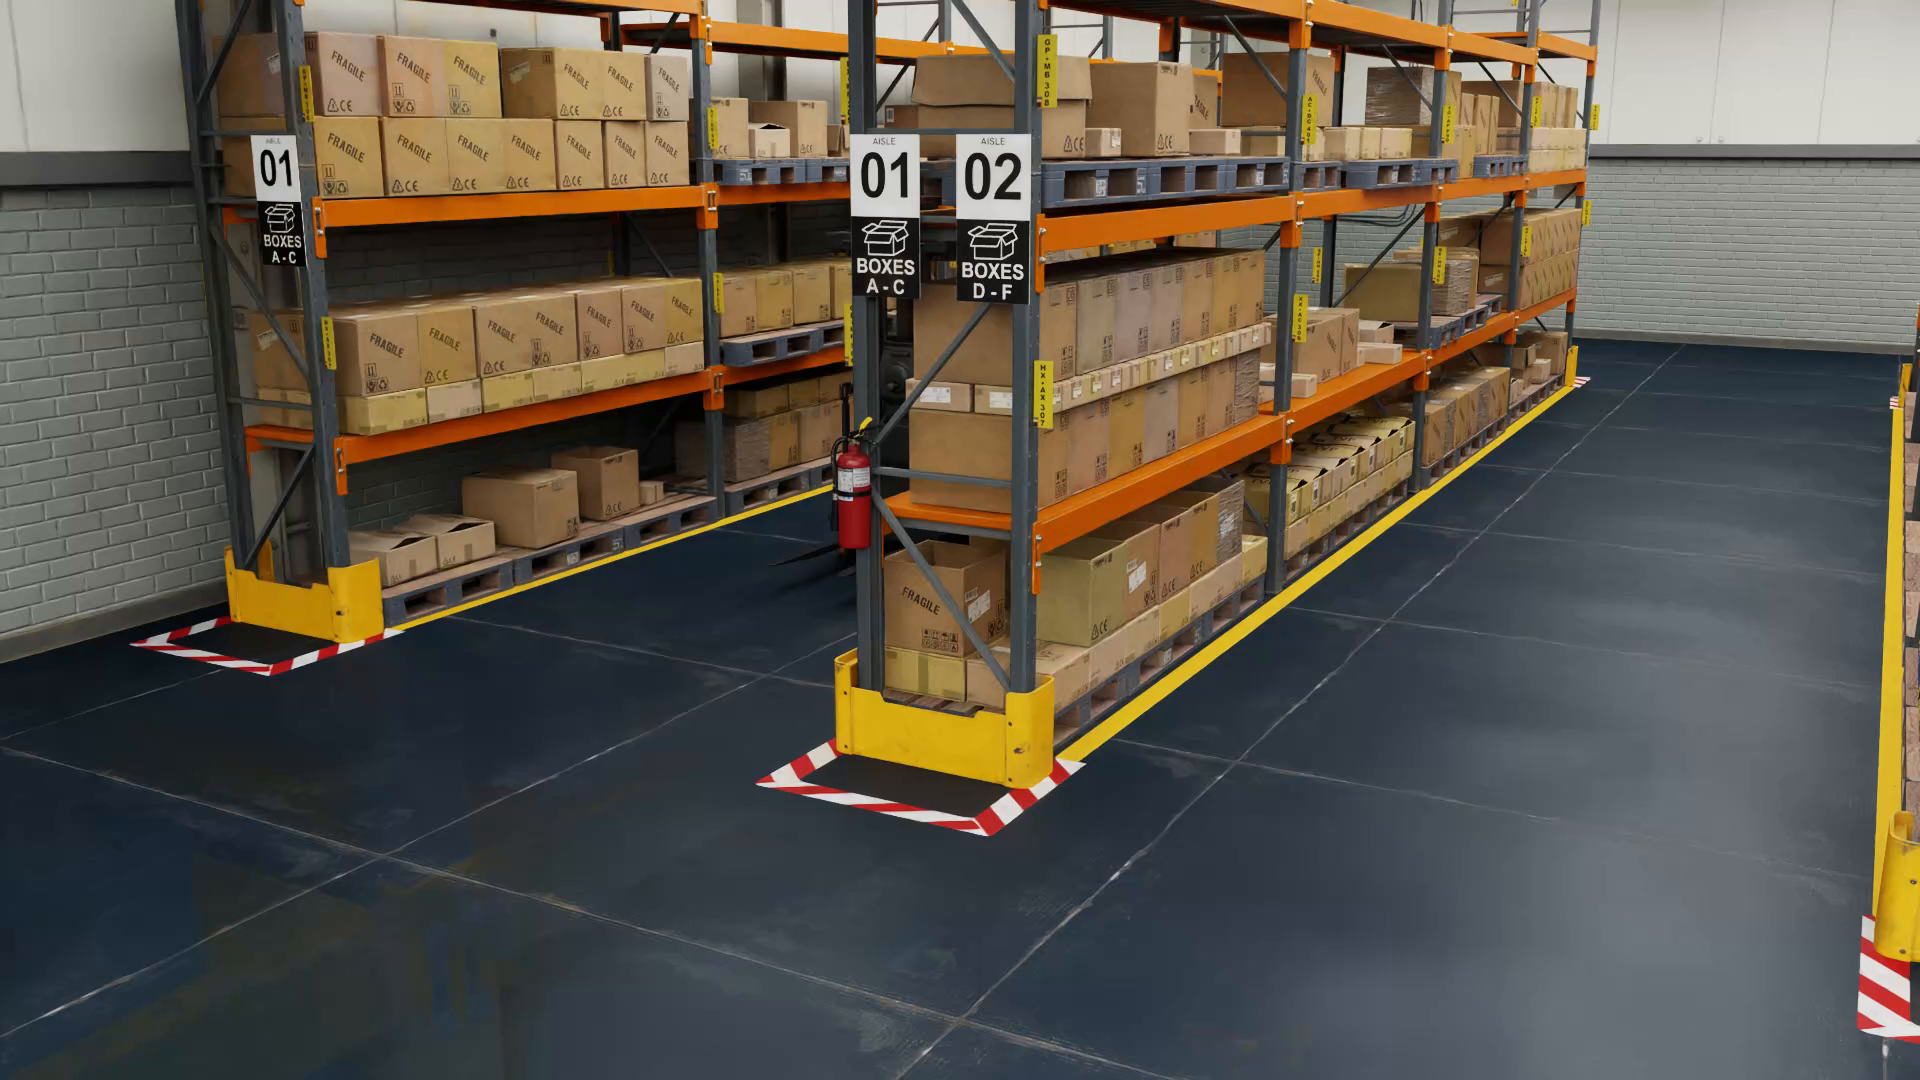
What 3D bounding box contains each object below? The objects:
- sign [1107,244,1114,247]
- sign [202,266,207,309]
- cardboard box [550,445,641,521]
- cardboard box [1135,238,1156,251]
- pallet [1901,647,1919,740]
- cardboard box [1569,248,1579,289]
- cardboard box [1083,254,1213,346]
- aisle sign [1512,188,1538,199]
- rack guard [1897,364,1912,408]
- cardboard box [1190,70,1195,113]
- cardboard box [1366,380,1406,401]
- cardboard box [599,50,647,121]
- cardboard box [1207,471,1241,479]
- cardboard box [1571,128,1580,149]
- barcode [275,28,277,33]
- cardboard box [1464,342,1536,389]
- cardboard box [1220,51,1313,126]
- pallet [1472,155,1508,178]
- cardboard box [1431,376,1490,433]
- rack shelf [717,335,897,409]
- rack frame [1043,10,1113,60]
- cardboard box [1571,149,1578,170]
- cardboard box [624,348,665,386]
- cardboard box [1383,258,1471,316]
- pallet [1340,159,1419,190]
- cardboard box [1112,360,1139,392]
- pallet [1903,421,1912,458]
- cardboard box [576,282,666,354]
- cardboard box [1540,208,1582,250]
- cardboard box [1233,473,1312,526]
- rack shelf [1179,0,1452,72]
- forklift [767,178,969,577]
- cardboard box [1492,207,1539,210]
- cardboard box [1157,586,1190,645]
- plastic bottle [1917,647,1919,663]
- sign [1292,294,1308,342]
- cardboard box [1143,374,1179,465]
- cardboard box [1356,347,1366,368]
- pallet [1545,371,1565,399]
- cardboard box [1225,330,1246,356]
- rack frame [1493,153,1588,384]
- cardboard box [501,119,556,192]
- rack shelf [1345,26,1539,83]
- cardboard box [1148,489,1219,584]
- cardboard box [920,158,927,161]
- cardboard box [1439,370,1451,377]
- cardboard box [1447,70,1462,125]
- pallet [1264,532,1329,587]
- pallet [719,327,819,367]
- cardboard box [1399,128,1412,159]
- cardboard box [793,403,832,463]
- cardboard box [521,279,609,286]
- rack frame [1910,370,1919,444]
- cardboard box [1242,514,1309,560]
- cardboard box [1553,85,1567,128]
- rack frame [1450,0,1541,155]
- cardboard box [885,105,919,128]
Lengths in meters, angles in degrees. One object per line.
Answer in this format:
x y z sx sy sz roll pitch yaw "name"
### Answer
1.863 -3.796 20.578 0.100 0.325 0.005 7 15 28 "sign"
-4.894 -1.653 10.844 0.100 0.325 0.005 7 15 28 "sign"
-2.951 -0.471 13.482 0.500 0.500 0.500 6 15 24 "cardboard box"
2.017 -3.736 21.988 0.980 0.700 0.700 7 15 27 "cardboard box"
5.827 0.921 9.262 1.003 0.211 1.213 7 15 28 "pallet"
7.677 -3.517 21.509 0.500 0.500 0.500 8 16 30 "cardboard box"
1.159 -1.510 10.417 0.700 0.500 0.500 7 15 28 "cardboard box"
7.431 -4.902 21.921 0.394 0.787 0.004 7 15 28 "aisle sign"
11.989 -1.821 20.018 1.175 0.500 0.348 7 15 28 "rack guard"
0.947 -2.586 10.046 0.797 0.503 0.637 9 16 34 "cardboard box"
4.058 -1.544 16.331 0.500 0.250 0.500 8 16 30 "cardboard box"
-2.746 -3.445 12.632 0.500 0.500 0.500 8 16 31 "cardboard box"
1.799 -0.385 12.504 0.500 0.311 0.500 7 15 28 "cardboard box"
7.388 -4.983 20.655 0.500 0.250 0.500 7 15 28 "cardboard box"
-4.513 -3.356 11.027 0.001 0.075 0.075 7 15 28 "barcode"
6.625 -2.157 20.468 0.797 0.503 0.637 7 15 28 "cardboard box"
2.186 -3.205 11.853 0.500 0.500 0.500 8 15 29 "cardboard box"
4.846 -3.799 16.890 1.213 0.211 1.003 7 15 28 "pallet"
5.244 -1.432 17.469 0.500 0.500 0.500 8 16 29 "cardboard box"
-1.518 -1.750 15.929 1.077 0.370 4.000 7 15 28 "rack shelf"
1.383 -6.248 20.248 1.000 3.000 0.127 7 15 28 "rack frame"
7.386 -4.740 20.714 0.500 0.250 0.500 7 15 28 "cardboard box"
-2.696 -1.394 13.192 0.500 0.250 0.500 7 15 28 "cardboard box"
4.602 -2.511 16.438 0.700 0.500 0.500 11 17 38 "cardboard box"
3.000 -2.937 13.320 1.003 0.211 1.213 8 16 31 "pallet"
0.796 -0.941 9.438 0.380 0.149 0.250 7 15 26 "cardboard box"
10.377 -1.008 17.266 1.003 0.211 1.213 7 15 28 "pallet"
-2.679 -1.756 13.095 0.500 0.500 0.500 7 15 28 "cardboard box"
7.680 -4.004 21.393 0.500 0.500 0.500 7 15 28 "cardboard box"
2.272 -0.326 12.260 0.500 0.311 0.500 7 15 28 "cardboard box"
2.821 -3.912 12.948 1.077 0.370 4.000 7 15 28 "rack shelf"
-0.319 -1.300 12.671 1.130 2.935 3.031 8 16 30 "forklift"
7.209 -4.065 21.647 0.500 0.500 0.500 8 16 30 "cardboard box"
1.101 0.431 10.314 0.500 0.250 0.500 7 15 28 "cardboard box"
5.601 0.616 9.612 0.097 0.201 0.097 0 14 0 "plastic bottle"
2.340 -1.526 11.448 0.100 0.325 0.005 7 15 28 "sign"
0.903 -0.770 10.112 0.700 0.500 0.500 8 16 30 "cardboard box"
3.220 -1.560 14.140 0.380 0.149 0.250 9 16 32 "cardboard box"
7.233 -2.056 21.613 1.003 0.211 1.213 7 15 28 "pallet"
1.664 -1.309 10.964 0.380 0.149 0.250 7 15 26 "cardboard box"
7.655 -3.591 22.030 1.000 3.000 0.127 7 15 28 "rack frame"
-3.259 -2.751 11.890 0.500 0.500 0.500 8 16 31 "cardboard box"
4.754 -4.733 16.352 1.077 0.370 4.000 7 15 28 "rack shelf"
1.331 -0.037 10.658 0.500 0.500 0.500 7 15 28 "cardboard box"
-0.663 -3.757 16.464 0.500 0.311 0.500 7 15 28 "cardboard box"
5.026 -1.587 18.111 0.500 0.500 0.500 8 16 29 "cardboard box"
4.497 -4.241 15.978 0.500 0.500 0.500 7 15 28 "cardboard box"
2.176 0.071 12.790 1.003 0.211 1.213 7 15 28 "pallet"
-1.988 -1.737 14.747 1.003 0.211 1.213 7 15 28 "pallet"
3.617 -3.440 14.426 0.500 0.250 0.500 6 15 24 "cardboard box"
-1.655 -1.053 15.897 0.700 0.500 0.500 8 15 29 "cardboard box"
-3.148 -1.813 13.330 0.500 0.500 0.500 7 15 28 "cardboard box"
10.055 -2.209 16.295 1.000 3.000 0.127 7 15 28 "rack frame"
2.266 -0.051 12.318 0.500 0.250 0.500 7 15 27 "cardboard box"
6.957 -5.269 20.243 0.700 0.500 0.500 7 15 28 "cardboard box"
5.721 -5.687 17.923 1.000 3.000 0.127 7 15 28 "rack frame"
-0.371 -4.335 17.564 0.700 0.500 0.500 6 15 24 "cardboard box"
